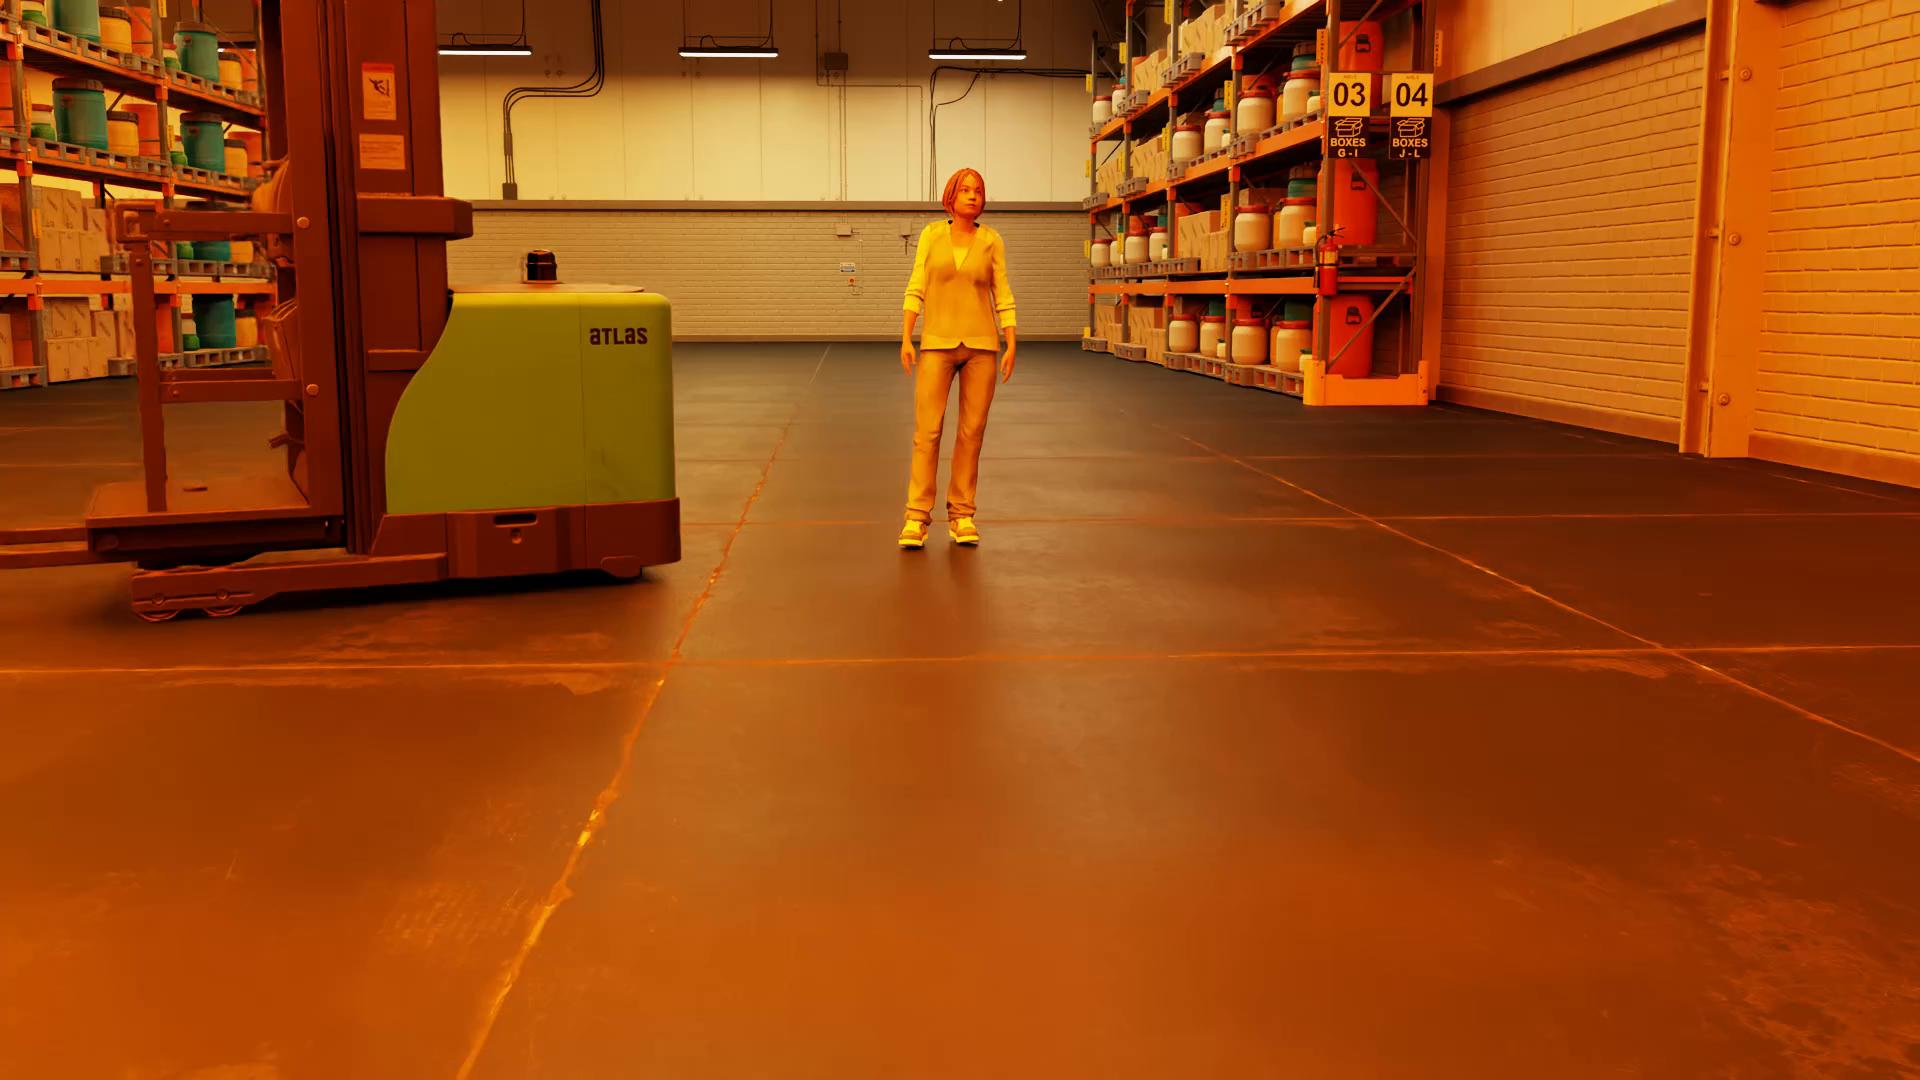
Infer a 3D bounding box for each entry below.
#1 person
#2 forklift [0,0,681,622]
[{"bbox_3d":[-0.010,-0.779,7.118,0.520,1.585,0.473,-1,8,-4],"label":"person"},{"bbox_3d":[-2.617,-1.268,5.873,3.031,2.935,1.130,-4,9,-25],"label":"forklift"}]
